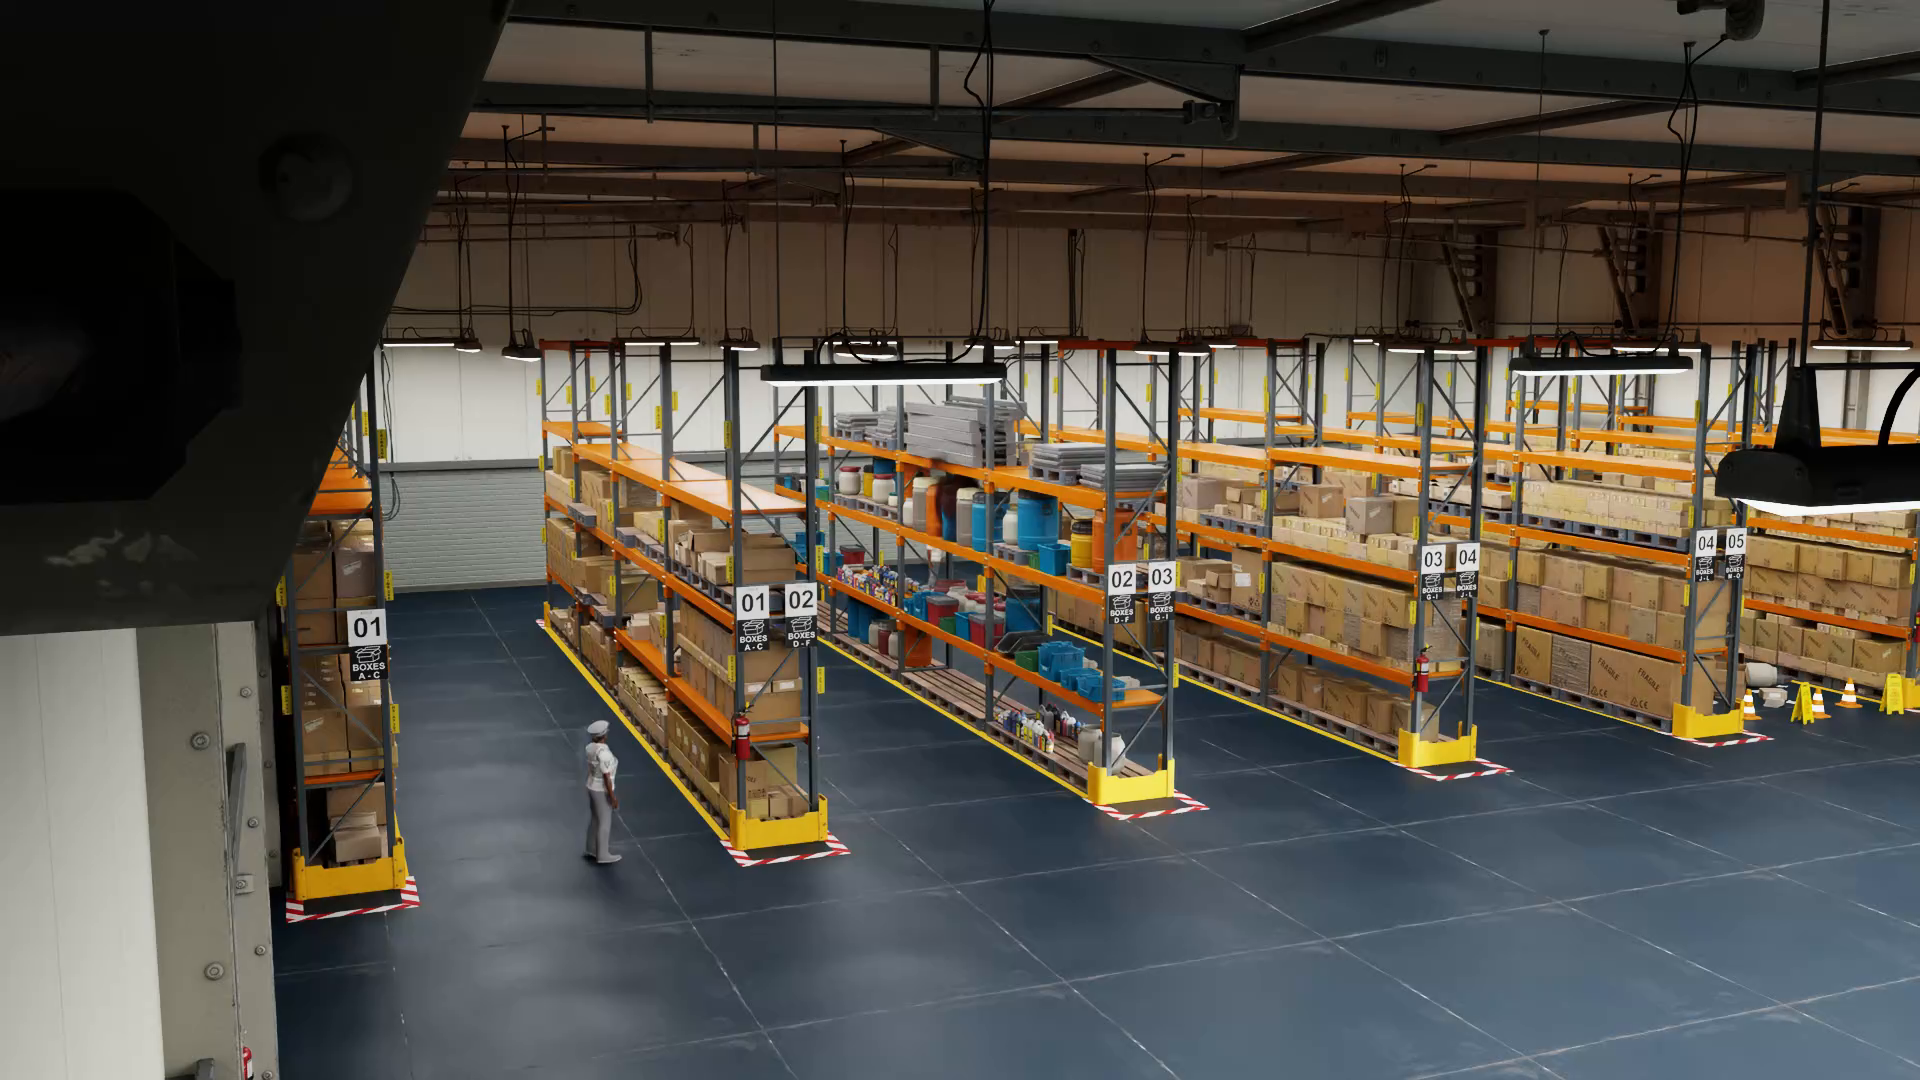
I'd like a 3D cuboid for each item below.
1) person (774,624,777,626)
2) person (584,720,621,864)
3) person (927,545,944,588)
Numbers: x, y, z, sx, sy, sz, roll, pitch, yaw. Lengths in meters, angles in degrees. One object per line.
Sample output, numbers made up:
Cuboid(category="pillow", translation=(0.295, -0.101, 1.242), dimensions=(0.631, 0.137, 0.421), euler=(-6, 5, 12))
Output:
Cuboid(category="person", translation=(-2.999, 1.963, 27.096), dimensions=(0.363, 1.684, 0.517), euler=(-4, 8, -28))
Cuboid(category="person", translation=(-4.220, 2.972, 19.614), dimensions=(0.379, 1.726, 0.527), euler=(-3, 8, -23))
Cuboid(category="person", translation=(-0.593, 0.484, 38.289), dimensions=(0.414, 1.780, 0.646), euler=(1, 8, 10))
